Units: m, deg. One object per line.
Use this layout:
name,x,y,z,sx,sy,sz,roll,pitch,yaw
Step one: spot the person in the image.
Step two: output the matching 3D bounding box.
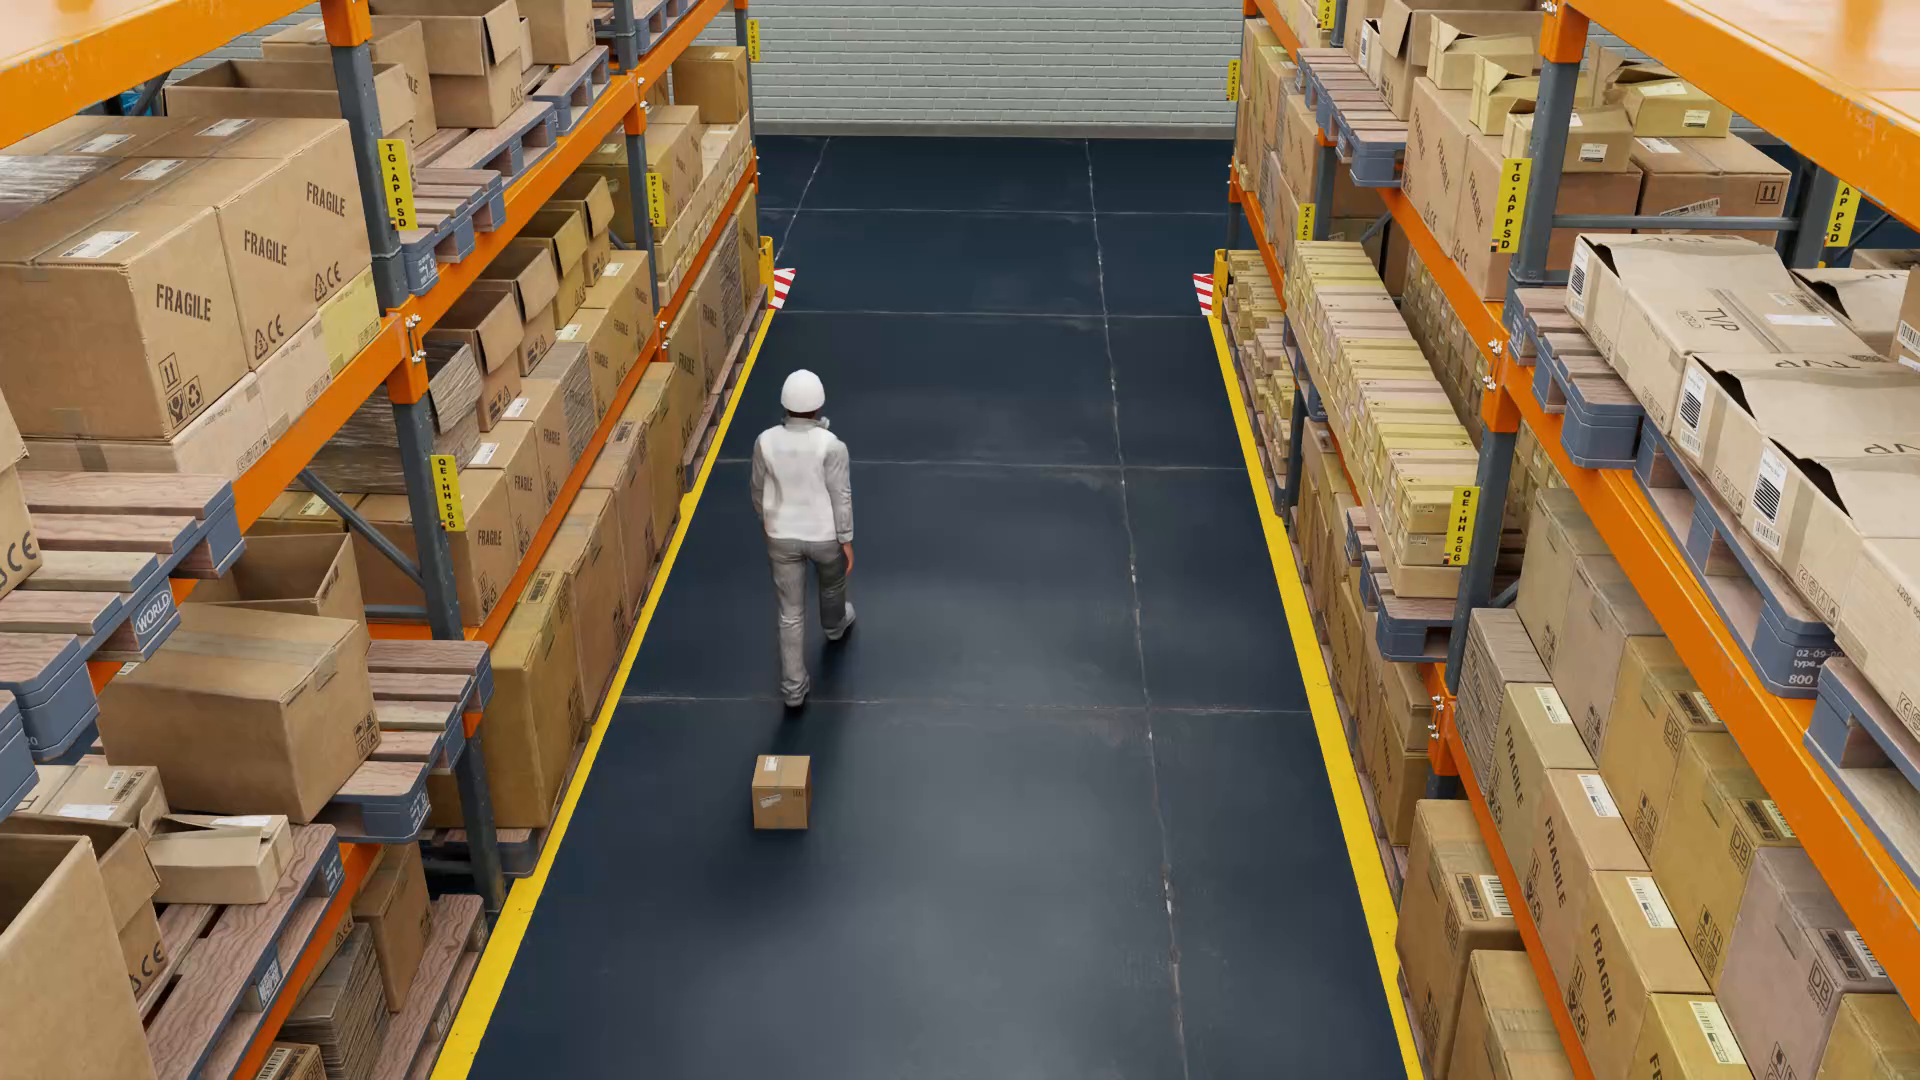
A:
person,-0.820,-0.079,8.754,0.565,1.713,1.057,2,28,3
